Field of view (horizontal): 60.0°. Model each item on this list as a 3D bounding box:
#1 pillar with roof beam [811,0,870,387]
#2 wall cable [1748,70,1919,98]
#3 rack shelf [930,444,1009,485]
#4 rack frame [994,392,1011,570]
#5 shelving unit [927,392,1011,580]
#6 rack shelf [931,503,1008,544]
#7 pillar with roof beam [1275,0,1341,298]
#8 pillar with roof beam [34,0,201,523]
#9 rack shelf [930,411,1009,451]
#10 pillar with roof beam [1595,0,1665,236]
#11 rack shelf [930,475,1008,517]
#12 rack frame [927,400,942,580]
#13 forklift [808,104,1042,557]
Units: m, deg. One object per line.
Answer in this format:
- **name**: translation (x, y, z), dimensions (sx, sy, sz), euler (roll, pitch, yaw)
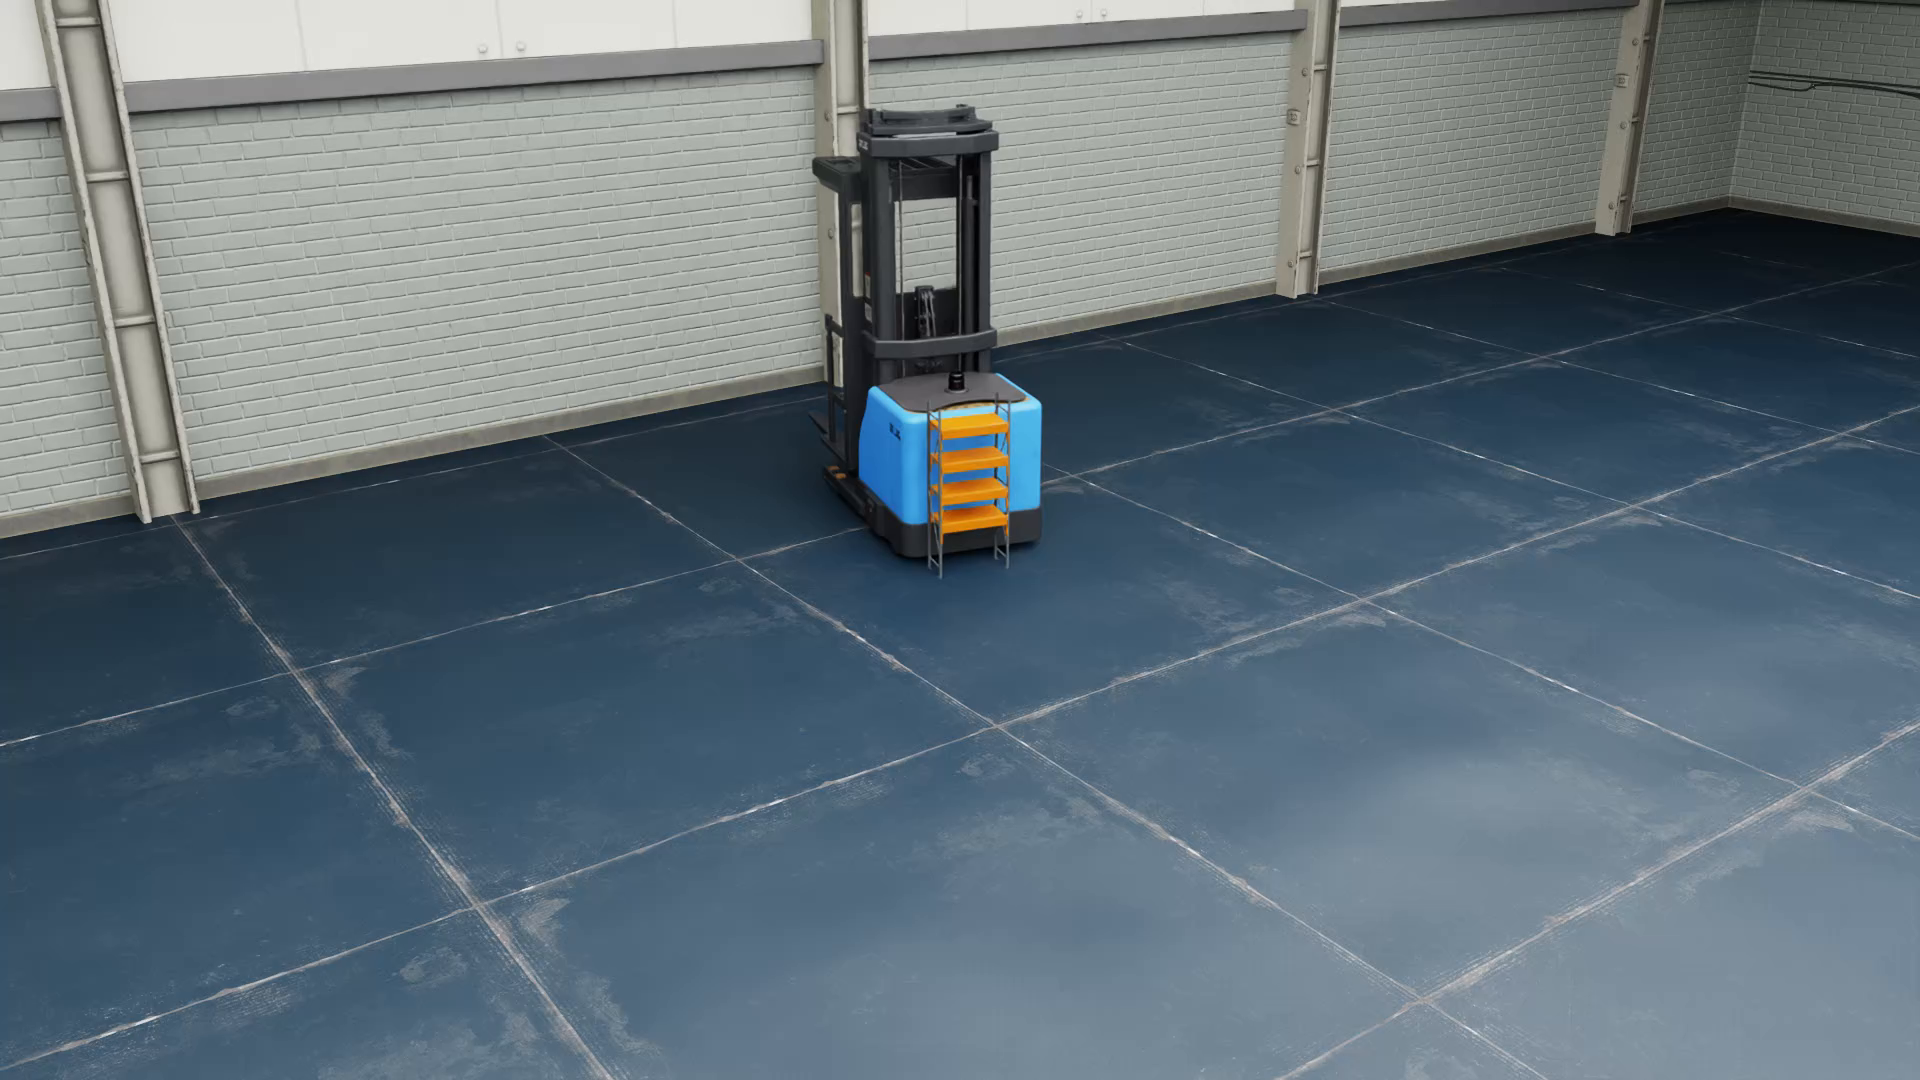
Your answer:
- **pillar with roof beam**: translation (1.466, -4.393, 10.764), dimensions (0.400, 9.000, 9.100), euler (-15, 26, -33)
- **wall cable**: translation (11.856, -7.083, 21.695), dimensions (0.112, 2.526, 3.097), euler (-15, 26, -33)
- **rack shelf**: translation (0.057, -0.506, 11.122), dimensions (0.480, 0.148, 0.258), euler (-8, 23, -19)
- **rack frame**: translation (0.285, -0.393, 11.261), dimensions (0.015, 1.200, 0.240), euler (-8, 23, -19)
- **shelving unit**: translation (0.057, -0.361, 11.180), dimensions (0.503, 1.200, 0.258), euler (-8, 23, -19)
- **rack shelf**: translation (0.057, -0.114, 11.279), dimensions (0.480, 0.148, 0.258), euler (-8, 23, -19)
- **pillar with roof beam**: translation (6.336, -5.692, 14.018), dimensions (0.400, 9.000, 9.100), euler (-15, 26, -33)
- **pillar with roof beam**: translation (-3.405, -3.094, 7.509), dimensions (0.400, 9.000, 9.100), euler (-15, 26, -33)
- **rack shelf**: translation (0.058, -0.725, 11.033), dimensions (0.480, 0.148, 0.258), euler (-8, 23, -19)
- **pillar with roof beam**: translation (11.207, -6.991, 17.273), dimensions (0.400, 9.000, 9.100), euler (-15, 26, -33)
- **rack shelf**: translation (0.057, -0.298, 11.205), dimensions (0.480, 0.148, 0.258), euler (-8, 23, -19)
- **rack frame**: translation (-0.171, -0.328, 11.099), dimensions (0.015, 1.200, 0.240), euler (-8, 23, -19)
- **forklift**: translation (-0.424, -1.756, 12.343), dimensions (1.130, 2.935, 3.031), euler (-8, 23, -19)
